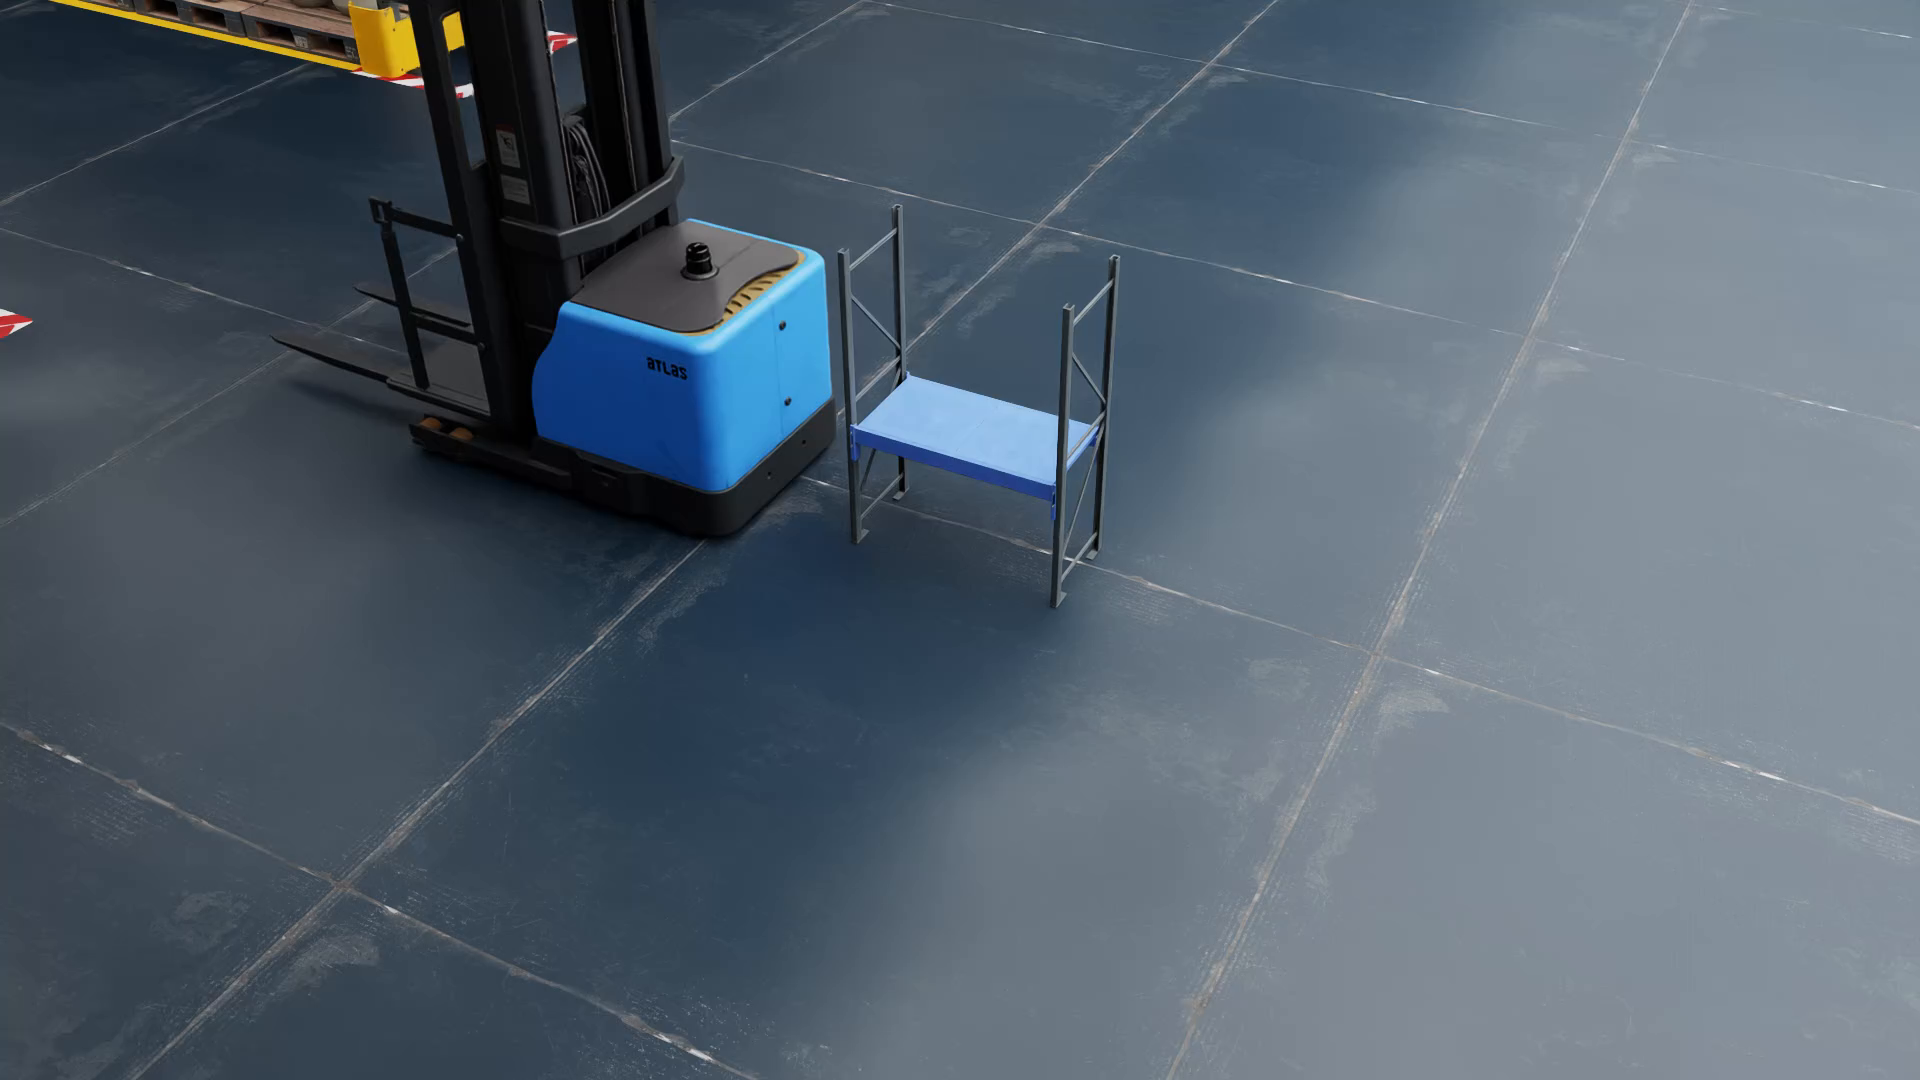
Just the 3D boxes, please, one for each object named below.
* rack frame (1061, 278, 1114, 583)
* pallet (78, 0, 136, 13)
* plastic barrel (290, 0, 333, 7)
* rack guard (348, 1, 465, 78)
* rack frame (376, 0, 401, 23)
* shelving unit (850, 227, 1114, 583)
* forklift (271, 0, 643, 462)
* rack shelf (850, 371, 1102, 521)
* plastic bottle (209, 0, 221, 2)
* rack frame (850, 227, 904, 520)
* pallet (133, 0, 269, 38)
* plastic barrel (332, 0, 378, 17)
[{"bbox_3d":[0.528,-0.433,7.080,0.013,1.308,0.475,17,41,21],"label":"rack frame"},{"bbox_3d":[-6.923,-4.734,13.812,1.213,0.211,1.003,17,41,21],"label":"pallet"},{"bbox_3d":[-5.013,-4.399,12.775,0.421,0.512,0.421,0,37,0],"label":"plastic barrel"},{"bbox_3d":[-4.038,-3.942,12.530,0.348,0.500,1.175,17,41,21],"label":"rack guard"},{"bbox_3d":[-3.949,-4.942,11.779,0.127,3.000,1.000,17,41,21],"label":"rack frame"},{"bbox_3d":[0.076,-0.574,7.265,1.030,1.308,0.538,17,41,21],"label":"shelving unit"},{"bbox_3d":[-2.159,-1.820,7.724,3.031,2.935,1.121,18,41,22],"label":"forklift"},{"bbox_3d":[0.076,-0.430,7.374,1.000,0.185,0.538,17,41,21],"label":"rack shelf"},{"bbox_3d":[-5.781,-4.278,12.855,0.097,0.201,0.097,0,37,0],"label":"plastic bottle"},{"bbox_3d":[-0.375,-0.716,7.453,0.013,1.308,0.475,17,41,21],"label":"rack frame"},{"bbox_3d":[-5.836,-4.396,13.366,1.213,0.211,1.003,17,41,21],"label":"pallet"},{"bbox_3d":[-4.568,-4.260,12.591,0.421,0.512,0.421,0,37,0],"label":"plastic barrel"}]
